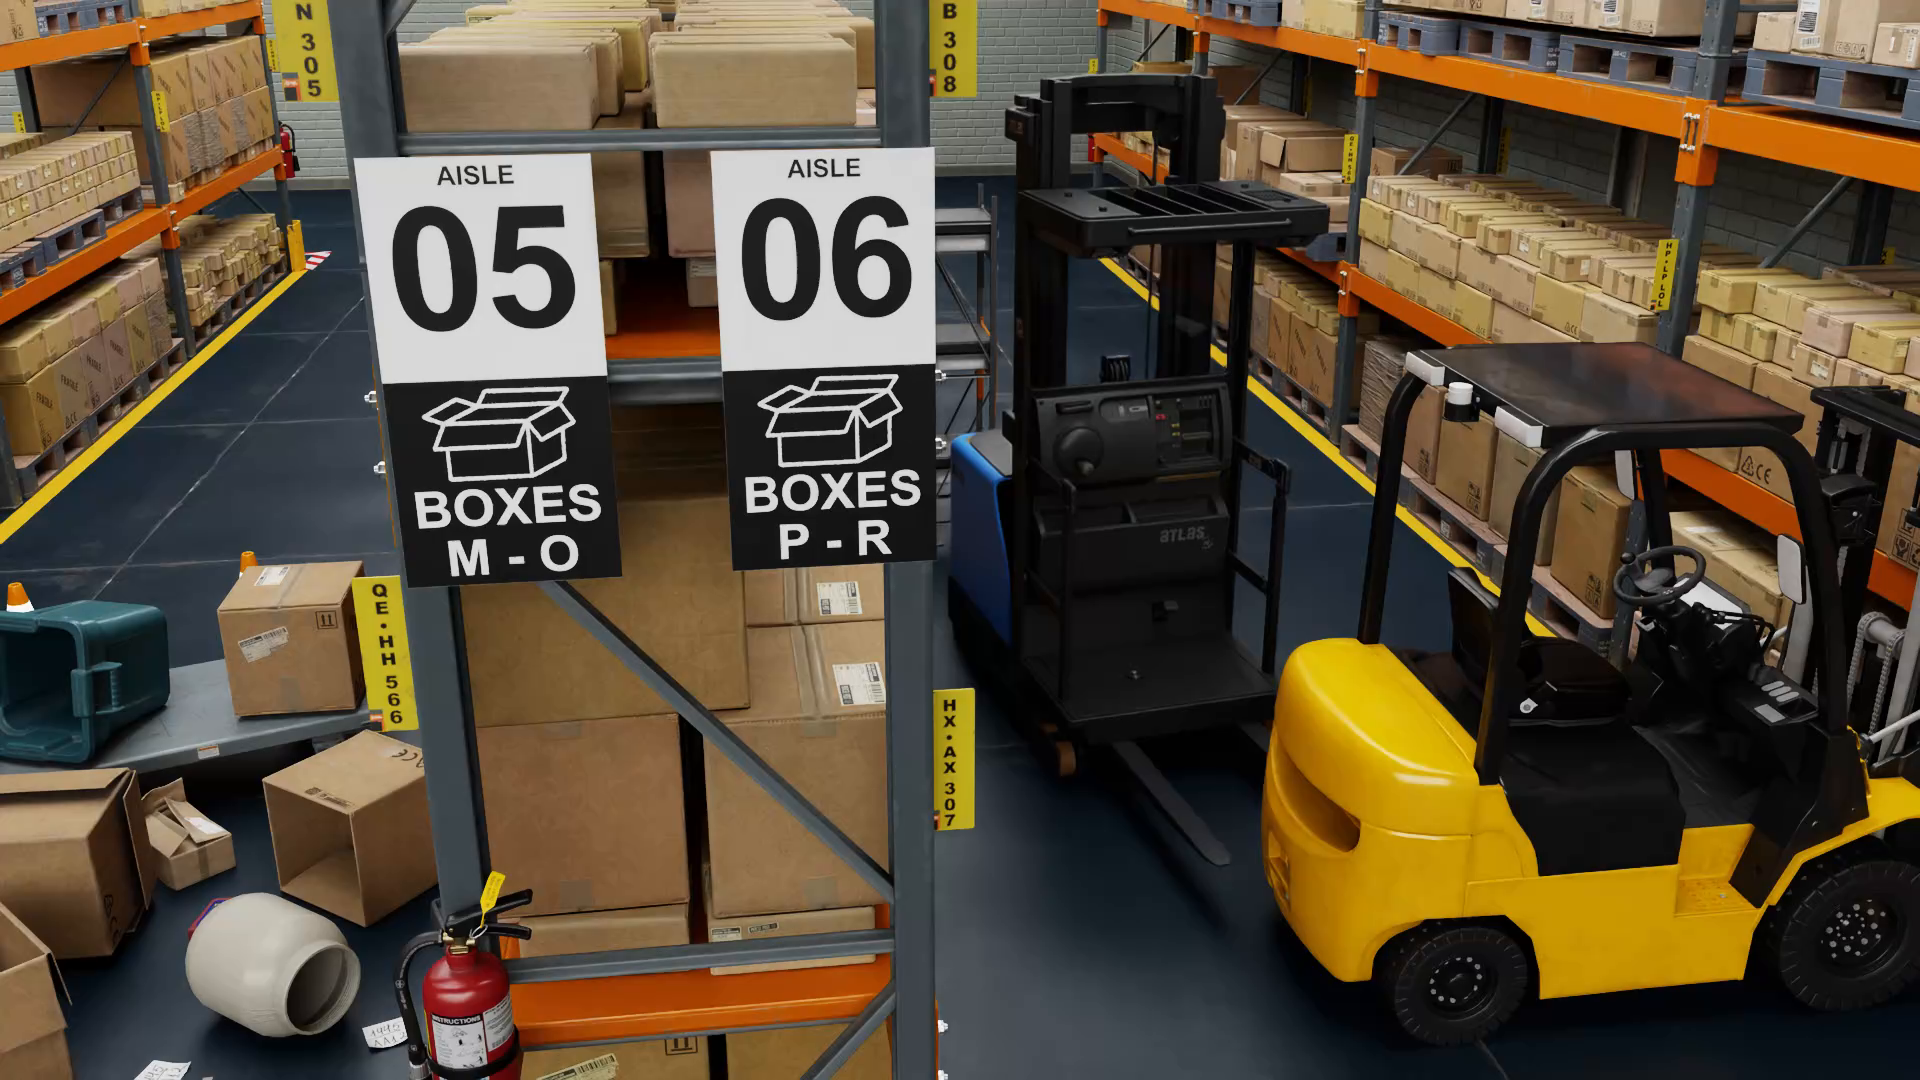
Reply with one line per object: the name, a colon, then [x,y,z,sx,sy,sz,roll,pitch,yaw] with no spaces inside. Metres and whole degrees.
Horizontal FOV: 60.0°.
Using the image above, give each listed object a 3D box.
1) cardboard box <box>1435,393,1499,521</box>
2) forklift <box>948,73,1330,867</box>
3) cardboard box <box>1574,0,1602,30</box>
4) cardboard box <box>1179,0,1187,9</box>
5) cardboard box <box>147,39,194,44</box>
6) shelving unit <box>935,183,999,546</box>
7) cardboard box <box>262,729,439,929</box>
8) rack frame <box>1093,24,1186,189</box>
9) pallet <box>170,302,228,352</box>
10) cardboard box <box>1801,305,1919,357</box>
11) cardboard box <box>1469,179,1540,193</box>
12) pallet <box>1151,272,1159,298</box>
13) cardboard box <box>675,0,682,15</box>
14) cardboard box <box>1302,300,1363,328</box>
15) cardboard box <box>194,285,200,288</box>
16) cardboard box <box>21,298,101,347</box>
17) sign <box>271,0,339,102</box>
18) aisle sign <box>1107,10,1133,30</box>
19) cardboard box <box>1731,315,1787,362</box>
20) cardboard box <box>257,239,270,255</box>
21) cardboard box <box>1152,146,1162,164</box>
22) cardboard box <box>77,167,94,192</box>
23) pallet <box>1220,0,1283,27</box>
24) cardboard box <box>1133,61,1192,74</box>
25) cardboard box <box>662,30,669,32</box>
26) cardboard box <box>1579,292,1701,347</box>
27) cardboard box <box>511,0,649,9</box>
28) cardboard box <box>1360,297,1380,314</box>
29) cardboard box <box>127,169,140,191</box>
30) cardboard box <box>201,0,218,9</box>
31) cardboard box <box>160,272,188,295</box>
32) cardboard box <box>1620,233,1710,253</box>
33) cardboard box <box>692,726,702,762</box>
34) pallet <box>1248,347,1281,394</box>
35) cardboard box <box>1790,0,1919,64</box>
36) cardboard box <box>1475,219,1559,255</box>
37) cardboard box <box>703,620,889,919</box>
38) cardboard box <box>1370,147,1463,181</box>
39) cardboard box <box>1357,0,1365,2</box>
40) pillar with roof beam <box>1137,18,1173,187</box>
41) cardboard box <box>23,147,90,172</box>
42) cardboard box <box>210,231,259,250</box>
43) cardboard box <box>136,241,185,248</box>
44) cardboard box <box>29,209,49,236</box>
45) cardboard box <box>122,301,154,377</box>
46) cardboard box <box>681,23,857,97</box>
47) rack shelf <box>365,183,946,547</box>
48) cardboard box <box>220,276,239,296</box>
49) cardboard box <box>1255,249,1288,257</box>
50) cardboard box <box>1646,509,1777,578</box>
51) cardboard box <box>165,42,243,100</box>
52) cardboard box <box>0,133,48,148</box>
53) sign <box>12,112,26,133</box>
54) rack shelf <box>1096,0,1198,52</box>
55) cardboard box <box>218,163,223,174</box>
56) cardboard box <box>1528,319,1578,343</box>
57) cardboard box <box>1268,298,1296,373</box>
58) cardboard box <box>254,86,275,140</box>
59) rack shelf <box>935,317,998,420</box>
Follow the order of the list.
cardboard box: [3.477,-0.538,10.163,0.875,0.625,0.625,-4,21,-10]
forklift: [0.852,-0.474,7.296,1.130,2.935,3.031,-6,21,-16]
cardboard box: [3.319,-2.641,8.328,0.380,0.149,0.250,-3,21,-8]
cardboard box: [2.249,-4.996,15.378,0.380,0.149,0.250,-3,21,-8]
cardboard box: [-7.865,-4.674,16.446,0.500,0.500,0.500,-2,21,-6]
shelving unit: [-0.024,-1.041,10.002,0.431,2.100,0.503,-3,21,-8]
cardboard box: [-2.325,1.117,6.508,0.500,0.500,0.500,12,24,29]
rack frame: [2.049,-4.899,19.046,1.000,3.000,0.127,-3,21,-8]
pallet: [-7.302,-1.902,15.008,1.003,0.211,1.213,-3,21,-8]
cardboard box: [3.639,-0.841,6.685,0.380,0.149,0.250,-2,21,-7]
cardboard box: [3.597,-2.292,10.997,0.380,0.149,0.250,-2,21,-6]
pallet: [2.527,-2.446,16.462,1.003,0.211,1.213,-3,21,-8]
cardboard box: [-0.809,-1.874,5.879,0.380,0.149,0.250,-2,21,-6]
cardboard box: [2.810,-1.710,12.553,0.380,0.149,0.250,-4,21,-11]
cardboard box: [-7.031,-2.203,14.877,0.380,0.149,0.250,-3,21,-7]
cardboard box: [-6.585,-1.568,12.029,0.500,0.250,0.500,-3,21,-7]
sign: [-1.108,-0.907,2.804,0.100,0.325,0.005,-3,21,-8]
aisle sign: [1.748,-6.126,18.615,0.394,0.787,0.004,-3,21,-8]
cardboard box: [3.603,-0.882,7.220,0.380,0.149,0.250,-2,21,-6]
cardboard box: [-7.311,-3.015,17.051,0.380,0.149,0.250,-4,21,-10]
cardboard box: [2.133,-3.851,16.599,0.380,0.149,0.250,-3,21,-9]
cardboard box: [-6.765,-2.707,12.509,0.380,0.149,0.250,-4,21,-11]
pallet: [2.802,-4.243,13.271,1.213,0.211,1.003,-3,21,-8]
cardboard box: [2.064,-4.629,17.041,0.500,0.500,0.500,-2,21,-6]
cardboard box: [-1.257,-1.623,5.776,0.500,0.250,0.500,-3,21,-8]
cardboard box: [3.455,-1.065,8.281,0.500,0.250,0.500,-3,21,-9]
cardboard box: [-1.105,-1.494,4.861,0.380,0.149,0.250,-3,21,-7]
cardboard box: [3.308,-1.830,12.875,0.380,0.149,0.250,-3,21,-7]
cardboard box: [-6.917,-2.929,13.531,0.380,0.149,0.250,-3,21,-9]
cardboard box: [-7.184,-5.022,15.302,0.500,0.250,0.500,-2,21,-5]
cardboard box: [-7.015,-2.247,14.570,0.380,0.149,0.250,-2,21,-6]
cardboard box: [3.850,-1.584,9.101,0.380,0.149,0.250,-3,21,-8]
cardboard box: [-0.949,0.536,4.853,0.380,0.149,0.250,-3,21,-7]
pallet: [2.959,-1.505,13.943,1.003,0.211,1.213,-3,21,-8]
cardboard box: [3.657,-2.051,6.517,0.500,0.311,0.500,-2,21,-7]
cardboard box: [3.181,-1.731,9.493,0.380,0.149,0.250,-3,21,-9]
cardboard box: [-0.350,0.528,3.947,0.500,0.500,0.500,-3,21,-9]
cardboard box: [3.282,-2.559,12.037,0.500,0.500,0.500,-2,21,-5]
cardboard box: [2.912,-3.762,11.358,0.380,0.149,0.250,-2,21,-7]
pillar with roof beam: [-1.708,-8.471,20.036,9.100,9.000,0.400,-3,21,-8]
cardboard box: [-6.774,-2.848,12.462,0.380,0.149,0.250,-4,21,-10]
cardboard box: [-7.209,-2.976,16.521,0.380,0.149,0.250,-2,21,-6]
cardboard box: [-7.667,-2.767,15.962,0.380,0.149,0.250,-3,21,-8]
cardboard box: [-6.617,-2.209,11.602,0.380,0.149,0.250,-2,21,-6]
cardboard box: [-6.740,-1.582,13.138,0.500,0.500,0.500,-3,21,-9]
cardboard box: [-0.433,-1.078,3.748,0.380,0.149,0.250,-3,21,-8]
rack shelf: [-0.845,-0.868,4.995,1.077,0.370,4.000,-3,21,-8]
cardboard box: [-7.132,-2.428,15.905,0.380,0.149,0.250,-3,21,-9]
cardboard box: [2.631,-2.432,14.485,0.380,0.149,0.250,-3,21,-9]
cardboard box: [3.538,0.062,7.664,0.500,0.250,0.500,-3,21,-9]
cardboard box: [-7.278,-4.516,16.024,0.500,0.500,0.500,-2,21,-5]
cardboard box: [-7.568,-3.176,13.341,0.380,0.149,0.250,-2,21,-5]
sign: [-7.706,-3.353,13.670,0.100,0.325,0.005,-3,21,-8]
rack shelf: [2.337,-5.275,16.793,1.077,0.370,4.000,-3,21,-8]
cardboard box: [-7.209,-3.519,15.709,0.380,0.149,0.250,-2,21,-6]
cardboard box: [3.369,-1.009,8.845,0.500,0.250,0.500,-3,21,-8]
cardboard box: [2.788,-1.645,13.307,0.500,0.500,0.500,-2,21,-5]
cardboard box: [-7.427,-4.406,17.159,0.500,0.500,0.500,-2,21,-7]
rack shelf: [-0.024,-1.028,10.007,0.431,0.518,0.480,-3,21,-8]
